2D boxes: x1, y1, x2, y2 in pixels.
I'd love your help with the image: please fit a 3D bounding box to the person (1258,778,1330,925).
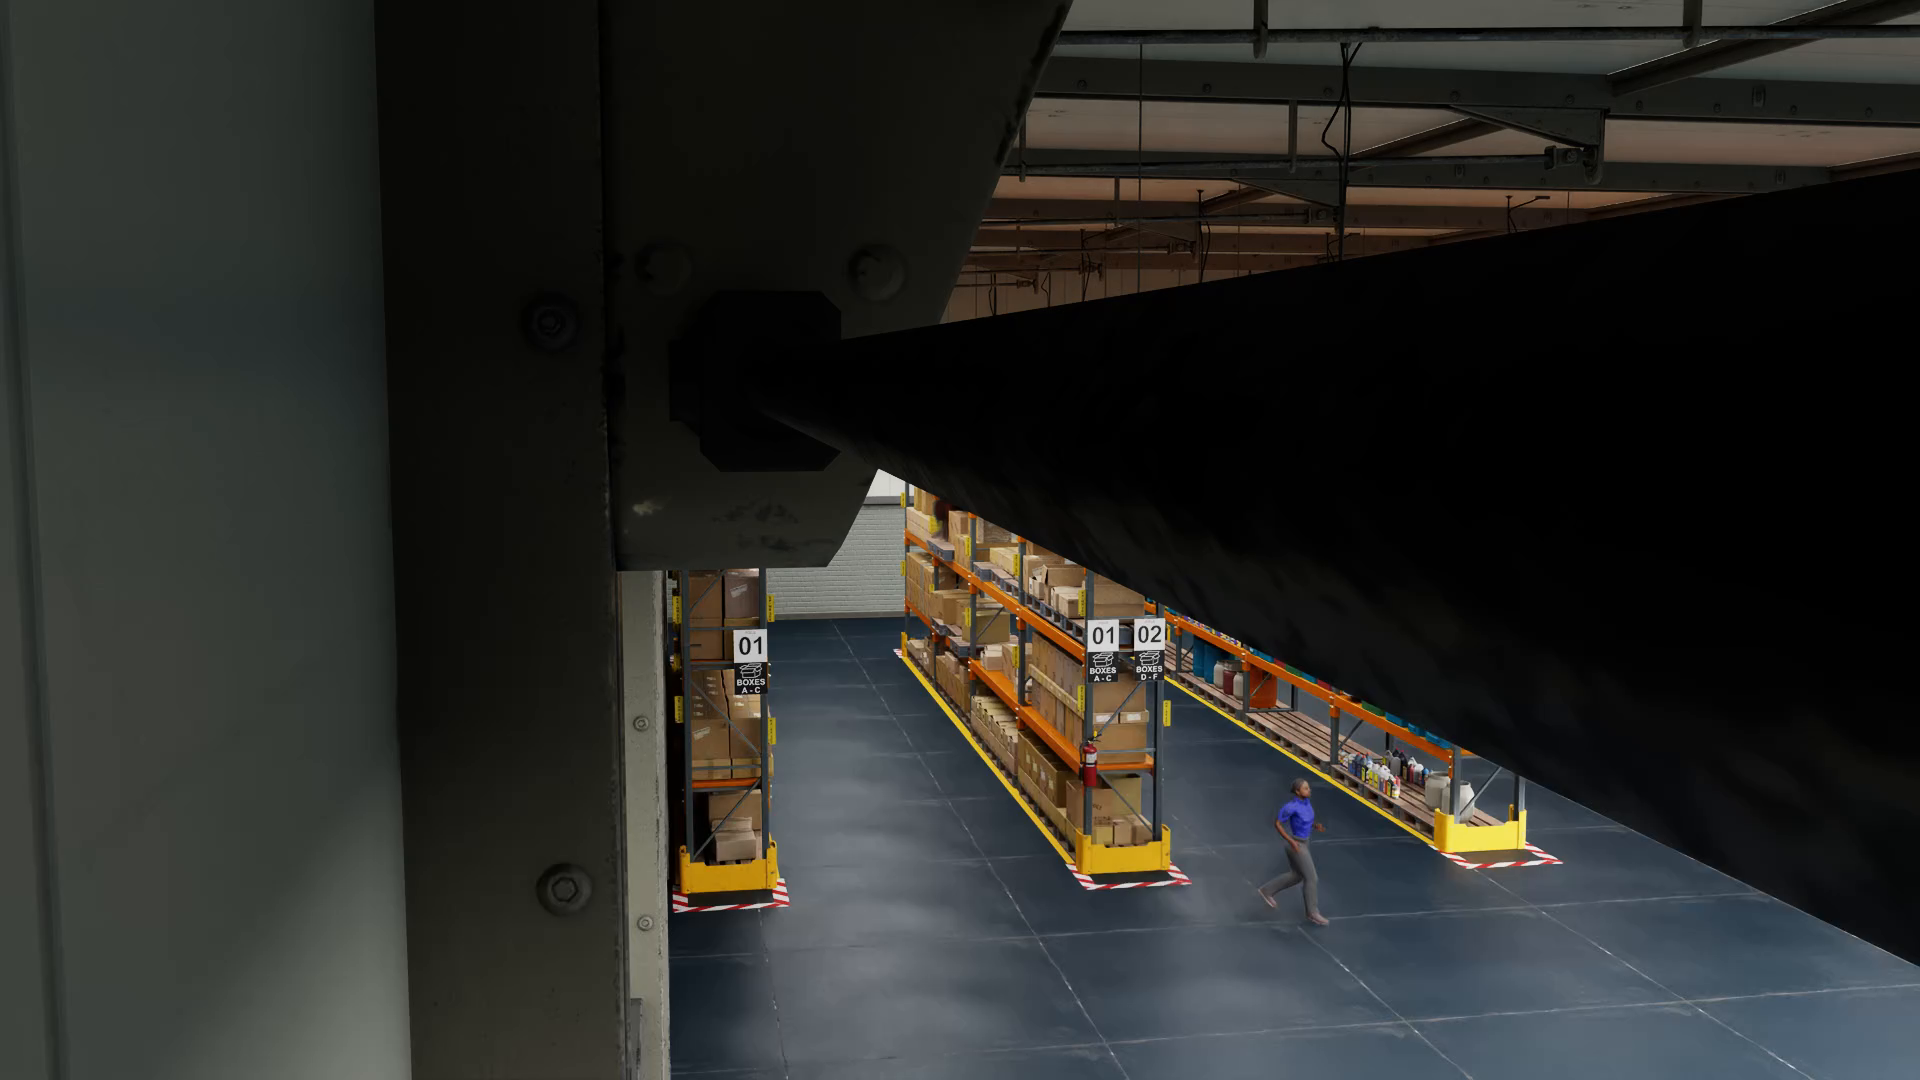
[{"bbox_3d":[3.863,3.540,19.081,0.827,1.669,0.569,3,7,26],"label":"person"}]
